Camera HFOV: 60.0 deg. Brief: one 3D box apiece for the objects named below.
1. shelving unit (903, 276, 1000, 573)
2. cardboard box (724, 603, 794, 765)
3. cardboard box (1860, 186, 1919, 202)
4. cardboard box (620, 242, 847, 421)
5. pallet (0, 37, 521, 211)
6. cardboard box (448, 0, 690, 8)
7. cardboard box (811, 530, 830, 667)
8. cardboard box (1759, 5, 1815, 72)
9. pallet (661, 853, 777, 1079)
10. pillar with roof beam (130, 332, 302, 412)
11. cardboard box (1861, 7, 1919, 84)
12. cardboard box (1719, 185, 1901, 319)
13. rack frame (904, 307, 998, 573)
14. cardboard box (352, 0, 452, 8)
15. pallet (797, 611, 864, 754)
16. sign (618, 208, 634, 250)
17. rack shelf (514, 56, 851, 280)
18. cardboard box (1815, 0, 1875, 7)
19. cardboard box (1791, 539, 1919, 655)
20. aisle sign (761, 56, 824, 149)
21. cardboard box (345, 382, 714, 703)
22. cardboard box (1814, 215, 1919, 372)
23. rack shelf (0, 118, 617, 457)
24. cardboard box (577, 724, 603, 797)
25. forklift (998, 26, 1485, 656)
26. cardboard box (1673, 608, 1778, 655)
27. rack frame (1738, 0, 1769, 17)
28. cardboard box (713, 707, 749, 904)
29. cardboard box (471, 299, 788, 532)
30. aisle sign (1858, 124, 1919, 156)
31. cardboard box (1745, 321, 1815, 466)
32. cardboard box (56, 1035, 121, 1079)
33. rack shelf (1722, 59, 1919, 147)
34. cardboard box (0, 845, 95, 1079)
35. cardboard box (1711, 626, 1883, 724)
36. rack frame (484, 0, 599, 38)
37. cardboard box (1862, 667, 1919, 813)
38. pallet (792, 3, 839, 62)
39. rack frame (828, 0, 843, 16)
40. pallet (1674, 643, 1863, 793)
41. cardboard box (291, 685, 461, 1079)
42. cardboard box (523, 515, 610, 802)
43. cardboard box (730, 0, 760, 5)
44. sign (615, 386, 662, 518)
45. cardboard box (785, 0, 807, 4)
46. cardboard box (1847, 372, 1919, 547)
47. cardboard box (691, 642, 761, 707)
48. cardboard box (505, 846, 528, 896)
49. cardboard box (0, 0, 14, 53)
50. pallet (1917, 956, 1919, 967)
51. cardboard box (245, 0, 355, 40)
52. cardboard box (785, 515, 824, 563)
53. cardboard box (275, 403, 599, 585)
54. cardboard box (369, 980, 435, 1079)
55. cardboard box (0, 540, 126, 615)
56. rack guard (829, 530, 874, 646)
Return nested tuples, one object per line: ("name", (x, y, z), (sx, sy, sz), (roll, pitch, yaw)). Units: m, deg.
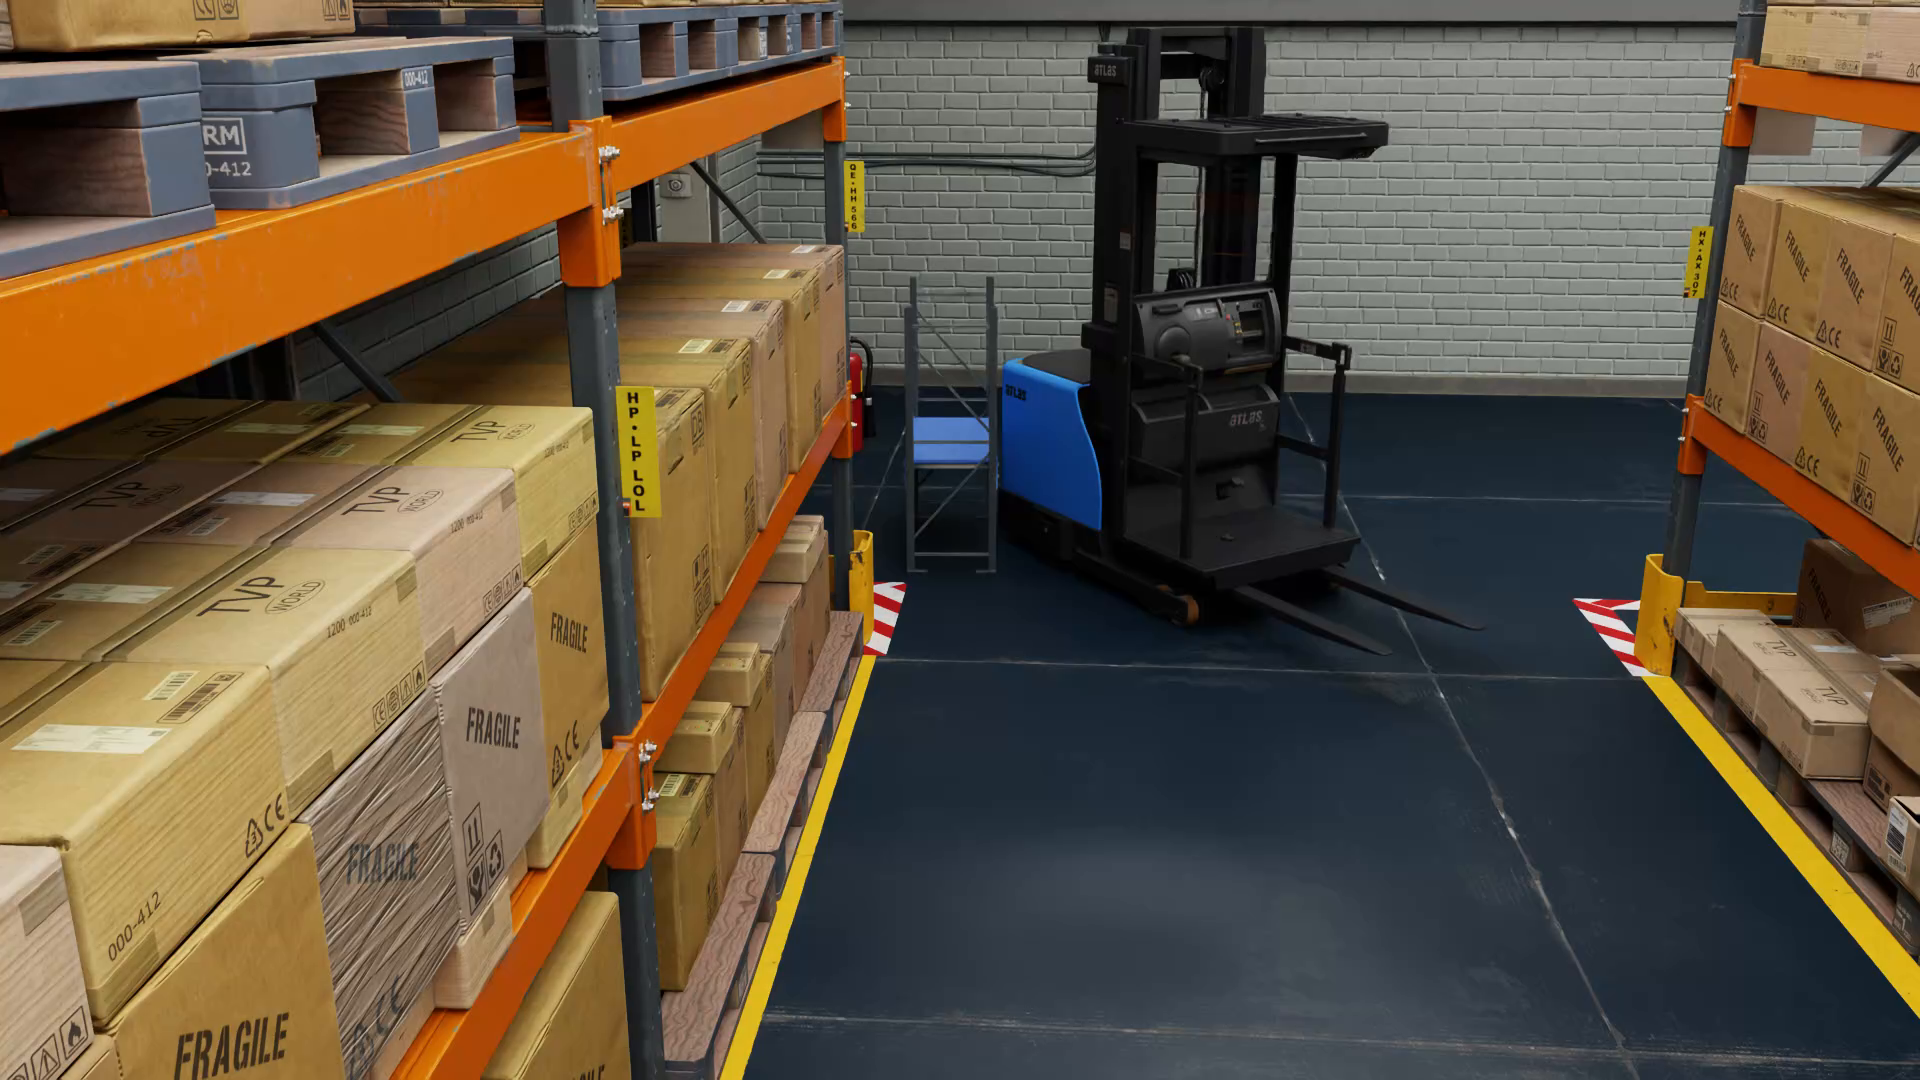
("shelving unit", (-0.049, -0.693, 9.629), (0.538, 1.500, 1.048), (0, 18, 0))
("cardboard box", (-1.056, 0.570, 6.707), (0.700, 0.500, 0.500), (1, 18, 2))
("cardboard box", (4.149, -1.219, 7.059), (0.500, 0.500, 0.500), (1, 18, 3))
("cardboard box", (-1.061, -0.934, 7.474), (0.980, 0.700, 0.700), (2, 18, 6))
("pallet", (-1.338, -0.756, 2.903), (0.805, 0.209, 1.217), (1, 18, 2))
("cardboard box", (-1.009, -1.517, 4.325), (0.500, 0.250, 0.500), (1, 18, 4))
("cardboard box", (-0.985, 0.258, 7.658), (0.700, 0.500, 0.500), (1, 18, 4))
("cardboard box", (3.616, -2.041, 6.757), (0.500, 0.250, 0.500), (1, 18, 4))
("pallet", (-1.189, 1.383, 5.363), (1.003, 0.211, 1.213), (1, 18, 4))
("pillar with roof beam", (2.160, -2.699, 3.708), (9.100, 9.000, 0.400), (1, 18, 4))
("cardboard box", (3.533, -1.730, 5.810), (0.500, 0.250, 0.500), (1, 18, 4))
("cardboard box", (3.612, -1.231, 7.097), (0.500, 0.500, 0.500), (2, 18, 6))
("rack frame", (-0.049, -0.534, 9.145), (0.500, 1.500, 0.032), (0, 18, 0))
("cardboard box", (-1.506, -1.526, 4.353), (0.500, 0.250, 0.500), (1, 18, 4))
("pallet", (-1.014, 0.625, 7.675), (1.003, 0.211, 1.213), (1, 18, 4))
("sign", (-1.588, -1.413, 7.901), (0.100, 0.325, 0.005), (1, 18, 4))
("rack shelf", (-1.178, -1.412, 5.754), (1.077, 0.370, 4.000), (1, 18, 4))
("cardboard box", (3.567, -2.123, 6.206), (0.500, 0.250, 0.500), (1, 18, 4))
("cardboard box", (4.113, 0.313, 7.459), (0.500, 0.500, 0.500), (1, 18, 4))
("aisle sign", (-0.730, -2.201, 7.647), (0.394, 0.787, 0.004), (1, 18, 4))
("cardboard box", (-1.266, -0.018, 4.679), (0.980, 0.700, 0.700), (2, 18, 5))
("cardboard box", (3.541, -0.913, 6.127), (0.500, 0.500, 0.500), (2, 18, 5))
("rack shelf", (-1.465, -0.170, 1.962), (1.077, 0.370, 4.000), (1, 18, 4))
("cardboard box", (-1.063, 0.514, 3.909), (0.380, 0.149, 0.250), (1, 18, 4))
("forklift", (1.431, -1.110, 8.604), (1.130, 2.935, 3.031), (-11, 21, -30))
("cardboard box", (3.534, 0.428, 7.672), (0.380, 0.149, 0.250), (1, 18, 4))
("rack frame", (3.906, -3.691, 6.736), (1.000, 3.000, 0.127), (1, 18, 4))
("cardboard box", (-1.126, 0.895, 5.715), (0.700, 0.500, 0.500), (1, 18, 3))
("cardboard box", (-1.166, -0.471, 6.061), (0.980, 0.700, 0.700), (0, 18, 1))
("aisle sign", (4.217, -2.090, 7.309), (0.394, 0.787, 0.004), (1, 18, 4))
("cardboard box", (3.580, -0.596, 6.763), (0.500, 0.500, 0.500), (1, 18, 3))
("cardboard box", (-1.235, 0.875, 1.766), (0.500, 0.500, 0.500), (1, 18, 4))
("rack shelf", (3.763, -1.303, 5.420), (1.077, 0.370, 4.000), (1, 18, 4))
("cardboard box", (-1.249, 0.523, 1.636), (0.500, 0.250, 0.500), (1, 18, 4))
("cardboard box", (3.549, 0.575, 7.060), (0.500, 0.250, 0.500), (1, 18, 4))
("rack frame", (-1.321, -2.558, 3.279), (1.000, 3.000, 0.127), (1, 18, 4))
("cardboard box", (3.749, 0.796, 5.980), (0.797, 0.503, 0.637), (1, 18, 4))
("pallet", (-1.077, -2.102, 6.847), (1.003, 0.211, 1.213), (1, 18, 4))
("rack frame", (-1.035, -3.801, 7.070), (1.000, 3.000, 0.127), (1, 18, 4))
("pallet", (3.845, 0.756, 7.277), (1.003, 0.211, 1.213), (1, 18, 4))
("cardboard box", (-1.174, 0.558, 2.733), (0.500, 0.500, 0.500), (1, 18, 4))
("cardboard box", (-1.103, 0.243, 3.693), (0.500, 0.500, 0.500), (1, 18, 3))
("cardboard box", (-0.929, -1.835, 5.294), (0.500, 0.250, 0.500), (1, 18, 2))
("sign", (-0.780, -0.211, 4.017), (0.100, 0.325, 0.005), (1, 18, 4))
("cardboard box", (-0.859, -2.156, 6.274), (0.500, 0.250, 0.500), (1, 18, 2))
("cardboard box", (3.504, -0.285, 5.814), (0.500, 0.500, 0.500), (2, 18, 5))
("cardboard box", (-0.922, 0.478, 5.945), (0.380, 0.149, 0.250), (1, 18, 2))
("cardboard box", (-1.121, 0.672, 3.426), (0.380, 0.149, 0.250), (2, 18, 6))
("cardboard box", (-1.569, -0.790, 1.833), (0.700, 0.500, 0.500), (1, 18, 4))
("pallet", (3.670, 1.514, 4.964), (1.003, 0.211, 1.213), (1, 18, 4))
("cardboard box", (-1.494, -1.119, 2.835), (0.700, 0.500, 0.500), (0, 18, 1))
("cardboard box", (-0.813, -0.006, 7.423), (0.380, 0.149, 0.250), (1, 18, 3))
("cardboard box", (-1.100, -0.111, 3.571), (0.500, 0.250, 0.500), (2, 18, 5))
("cardboard box", (-1.165, 0.830, 2.944), (0.380, 0.149, 0.250), (1, 18, 4))
("cardboard box", (-1.676, 0.193, 2.641), (0.500, 0.250, 0.500), (1, 18, 2))
("rack guard", (-1.033, 0.231, 8.416), (1.175, 0.500, 0.348), (1, 18, 4))
